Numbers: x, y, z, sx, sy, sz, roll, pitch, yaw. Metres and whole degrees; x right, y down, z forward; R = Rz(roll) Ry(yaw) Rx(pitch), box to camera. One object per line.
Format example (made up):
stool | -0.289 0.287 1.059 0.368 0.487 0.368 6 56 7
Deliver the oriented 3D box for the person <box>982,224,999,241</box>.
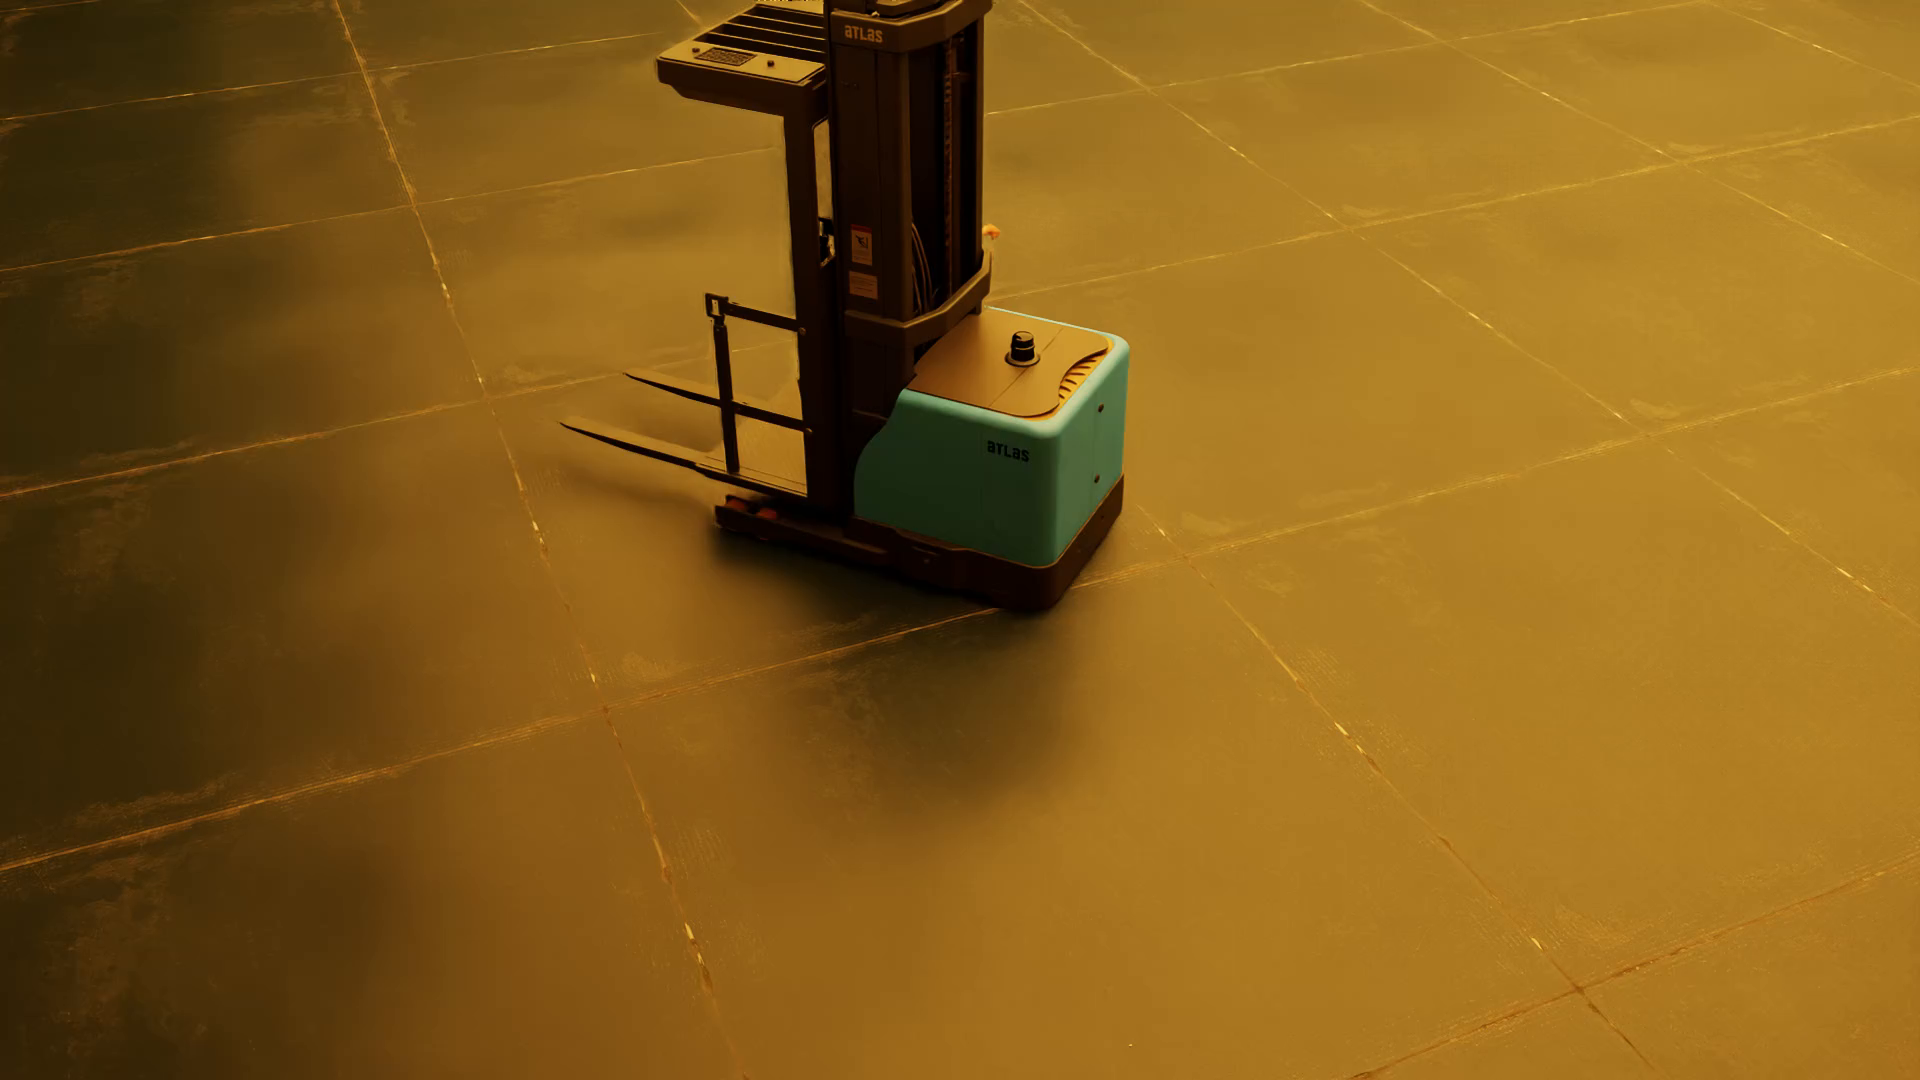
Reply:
person | -0.163 -1.382 9.381 0.917 1.376 0.671 -13 37 -17

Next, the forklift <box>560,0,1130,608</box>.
forklift | -0.703 -1.446 8.133 3.031 2.935 1.130 16 38 21
